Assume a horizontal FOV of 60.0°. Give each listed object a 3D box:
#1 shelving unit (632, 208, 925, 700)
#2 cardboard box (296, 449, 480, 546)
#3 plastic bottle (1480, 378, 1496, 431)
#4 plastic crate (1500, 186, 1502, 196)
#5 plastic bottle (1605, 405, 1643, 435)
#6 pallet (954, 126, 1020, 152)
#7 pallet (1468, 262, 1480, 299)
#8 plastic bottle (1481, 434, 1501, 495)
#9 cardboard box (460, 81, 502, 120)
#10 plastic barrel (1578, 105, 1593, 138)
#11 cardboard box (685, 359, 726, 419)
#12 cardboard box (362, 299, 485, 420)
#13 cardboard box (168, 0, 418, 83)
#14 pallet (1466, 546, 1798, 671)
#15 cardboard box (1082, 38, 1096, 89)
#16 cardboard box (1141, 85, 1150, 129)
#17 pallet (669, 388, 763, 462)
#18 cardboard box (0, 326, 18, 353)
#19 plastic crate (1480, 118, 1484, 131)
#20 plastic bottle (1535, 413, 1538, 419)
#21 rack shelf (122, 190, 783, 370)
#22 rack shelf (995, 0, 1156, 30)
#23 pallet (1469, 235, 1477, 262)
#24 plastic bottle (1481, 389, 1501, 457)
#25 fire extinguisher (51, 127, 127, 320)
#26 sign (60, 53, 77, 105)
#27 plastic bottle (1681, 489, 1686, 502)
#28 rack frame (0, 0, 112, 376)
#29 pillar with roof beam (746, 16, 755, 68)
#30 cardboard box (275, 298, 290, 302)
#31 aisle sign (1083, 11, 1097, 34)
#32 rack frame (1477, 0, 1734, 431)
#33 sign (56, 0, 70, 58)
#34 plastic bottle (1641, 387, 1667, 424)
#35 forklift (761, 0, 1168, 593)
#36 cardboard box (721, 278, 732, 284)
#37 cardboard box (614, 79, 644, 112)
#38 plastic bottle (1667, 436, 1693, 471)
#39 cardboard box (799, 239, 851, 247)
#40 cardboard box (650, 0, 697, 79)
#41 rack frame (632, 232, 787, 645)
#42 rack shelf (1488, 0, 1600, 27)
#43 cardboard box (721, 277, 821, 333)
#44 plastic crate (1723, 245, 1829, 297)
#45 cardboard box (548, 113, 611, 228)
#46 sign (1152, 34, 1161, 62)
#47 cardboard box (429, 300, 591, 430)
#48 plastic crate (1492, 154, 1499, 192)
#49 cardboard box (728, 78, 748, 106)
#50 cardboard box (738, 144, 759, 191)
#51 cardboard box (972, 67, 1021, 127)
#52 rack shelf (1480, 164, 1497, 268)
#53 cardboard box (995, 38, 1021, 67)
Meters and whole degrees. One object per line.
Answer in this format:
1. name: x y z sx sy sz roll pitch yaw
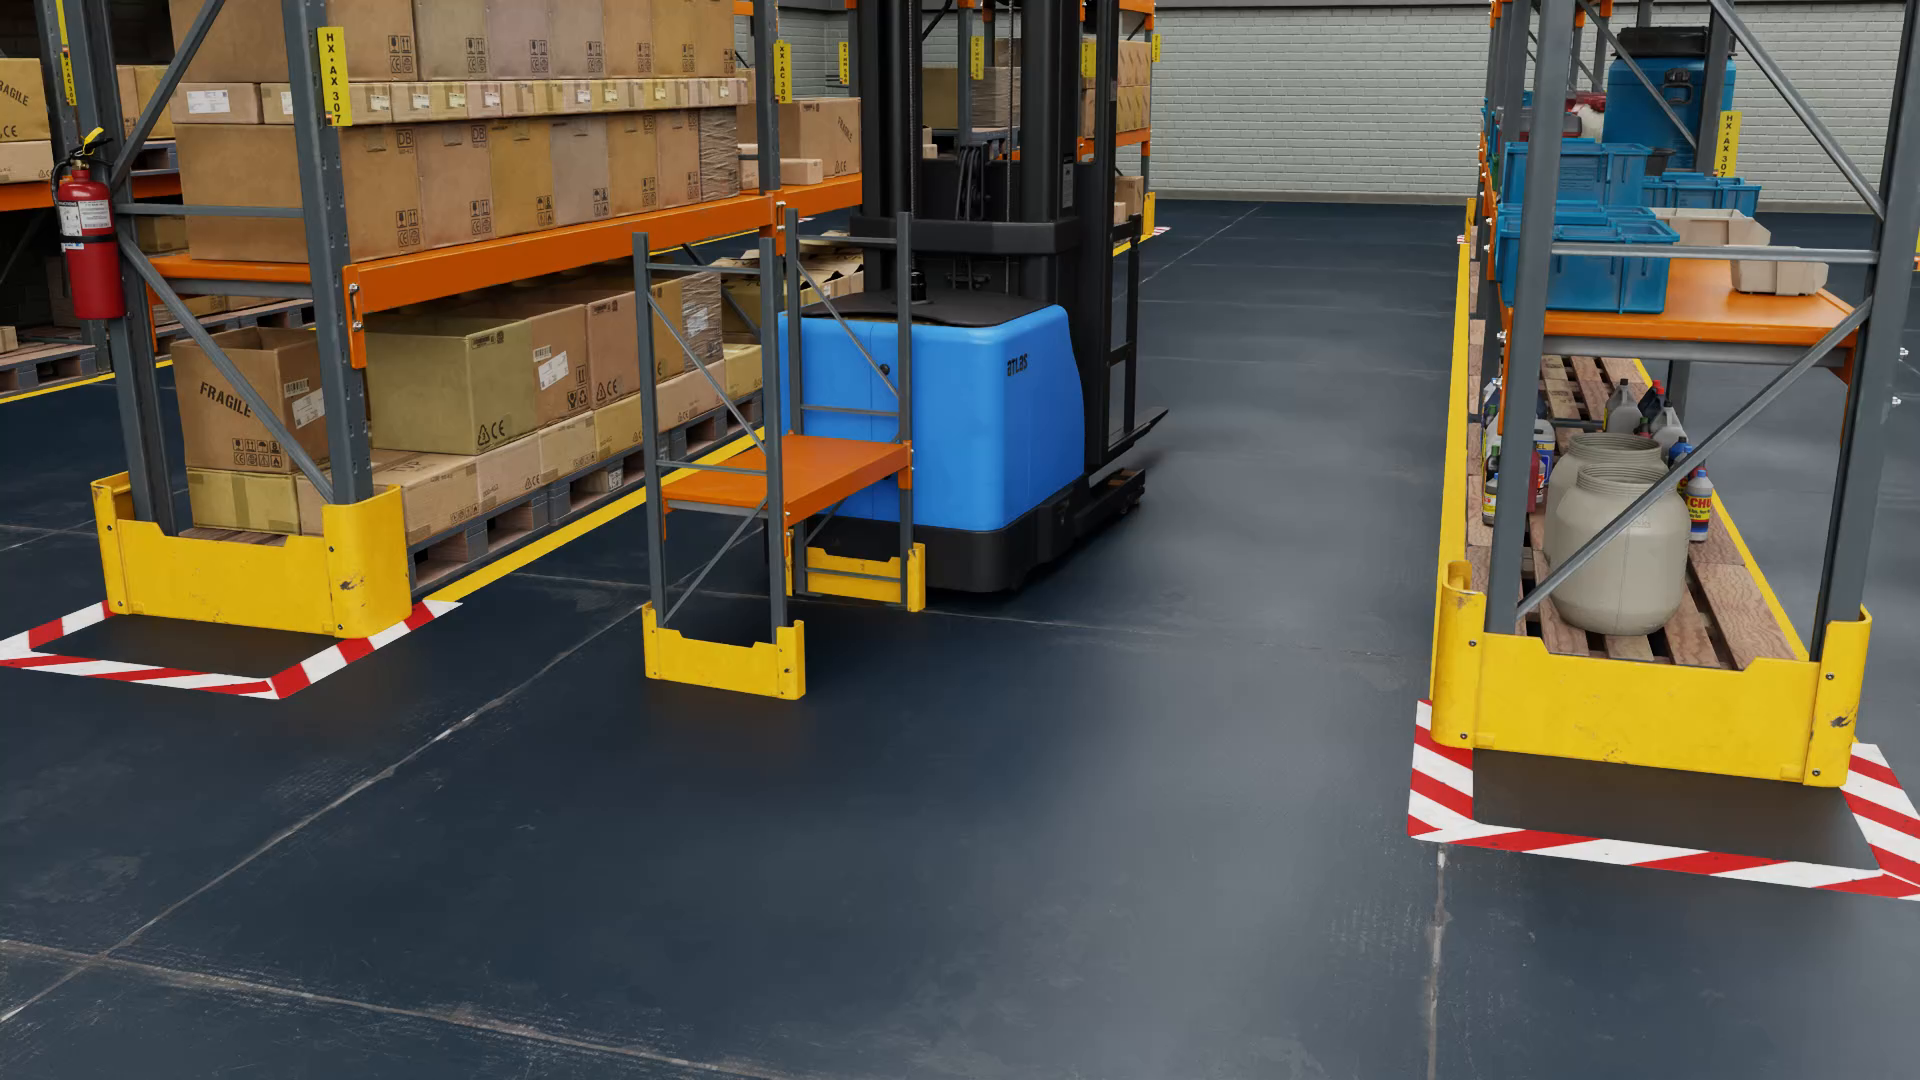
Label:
1. shelving unit: -0.605 -0.360 5.850 0.587 1.500 1.083 6 17 22
2. cardboard box: -2.304 -0.178 6.728 0.500 0.250 0.500 5 16 16
3. plastic bottle: 2.704 -0.686 8.446 0.097 0.271 0.097 0 16 0
4. plastic crate: 2.559 -1.402 7.162 0.450 0.188 0.662 5 16 16
5. plastic bottle: 3.105 -0.502 7.787 0.152 0.276 0.135 5 16 16
6. pallet: 0.152 -3.685 15.177 1.003 0.211 1.213 5 16 16
7. pallet: 5.229 -2.390 15.367 1.003 0.211 1.213 5 16 16
8. plastic bottle: 2.317 -0.306 7.097 0.152 0.276 0.135 4 16 14
9. cardboard box: -2.133 -1.822 6.883 0.380 0.149 0.250 4 16 15
10. plastic barrel: 4.144 -2.541 10.586 0.421 0.512 0.421 0 16 0
11. cardboard box: -1.607 -0.833 9.038 0.500 0.250 0.500 5 16 16
12. cardboard box: -2.533 -0.841 7.694 0.500 0.500 0.500 5 16 16
13. cardboard box: -2.510 -1.983 6.261 0.700 0.500 0.500 5 16 16
14. pallet: 2.291 0.316 5.830 1.003 0.211 1.213 5 16 16
15. cardboard box: 1.144 -4.945 17.252 0.500 0.500 0.500 5 17 17
16. cardboard box: 2.011 -5.271 20.233 0.500 0.500 0.500 5 17 18
17. pallet: -1.799 -0.676 9.324 1.003 0.211 1.213 5 16 16
18. cardboard box: -6.407 -1.311 10.842 0.380 0.166 0.250 2 16 9
19. plastic crate: 5.876 -4.584 18.368 0.250 0.136 0.298 5 16 16
20. plastic bottle: 2.662 -0.510 7.822 0.097 0.271 0.097 0 16 0
21. rack shelf: -2.101 -1.353 7.919 1.077 0.370 4.000 5 16 16
22. rack shelf: 1.309 -5.935 18.578 1.077 0.370 4.000 5 16 16
23. pallet: 6.005 -3.104 17.885 1.003 0.211 1.213 5 16 16
24. plastic bottle: 2.534 -0.546 7.804 0.144 0.351 0.185 4 16 14
25. fire extinguisher: -3.149 -1.143 6.005 0.296 0.674 0.183 5 16 16
26. sign: -5.761 -2.981 10.757 0.100 0.325 0.005 5 16 16
27. plastic bottle: 2.922 -0.133 6.623 0.097 0.201 0.097 0 16 0
28. rack frame: -6.284 -2.605 11.017 1.000 3.000 0.127 5 16 16
29. pillar with roof beam: 1.192 -9.070 22.817 9.100 9.000 0.400 5 16 16
30. cardboard box: -5.673 -2.210 13.399 0.700 0.500 0.500 5 16 16
31. aisle sign: 1.615 -6.653 20.523 0.394 0.787 0.004 5 16 16
32. rack frame: 3.215 -1.837 8.308 1.000 3.000 0.127 5 16 16
33. sign: -3.186 -1.892 5.947 0.100 0.325 0.005 5 16 16
34. plastic bottle: 3.254 -0.533 7.760 0.144 0.351 0.185 4 16 13
35. forklift: 0.239 -1.567 7.482 1.130 2.935 3.031 6 17 22
36. cardboard box: -1.693 -1.499 10.359 0.500 0.311 0.500 5 16 16
37. cardboard box: -1.767 -2.162 8.083 0.380 0.149 0.250 5 17 17
38. plastic bottle: 3.076 -0.308 7.113 0.097 0.271 0.097 0 16 0
39. cardboard box: -0.968 -2.165 12.707 0.500 0.311 0.500 4 16 14
40. cardboard box: -1.796 -2.645 8.598 0.700 0.500 0.500 5 16 16
41. rack frame: -0.802 -0.229 5.389 0.500 1.500 0.032 6 17 22
42. rack shelf: 6.057 -5.550 17.221 1.077 0.370 4.000 5 16 16
43. cardboard box: -1.177 -1.460 10.220 0.500 0.311 0.500 5 16 16
44. plastic crate: 2.641 -0.873 5.392 0.298 0.136 0.250 5 16 16
45. cardboard box: -2.088 -1.750 7.818 0.700 0.500 0.500 5 17 18
46. sign: 2.403 -6.022 20.363 0.100 0.325 0.005 5 16 16
47. cardboard box: -2.034 -0.801 7.552 0.500 0.500 0.500 5 16 16
48. plastic crate: 3.439 -2.212 10.020 0.450 0.188 0.662 5 16 16
49. cardboard box: -1.405 -2.494 9.254 0.380 0.149 0.250 5 16 16
50. cardboard box: -1.435 -2.282 10.152 0.500 0.250 0.500 6 17 19
51. cardboard box: 0.118 -3.916 14.687 0.700 0.500 0.500 8 18 26
52. rack shelf: 3.783 -2.014 10.251 1.077 0.370 4.000 5 16 16
53. cardboard box: 0.636 -4.996 17.432 0.500 0.500 0.500 5 17 16
